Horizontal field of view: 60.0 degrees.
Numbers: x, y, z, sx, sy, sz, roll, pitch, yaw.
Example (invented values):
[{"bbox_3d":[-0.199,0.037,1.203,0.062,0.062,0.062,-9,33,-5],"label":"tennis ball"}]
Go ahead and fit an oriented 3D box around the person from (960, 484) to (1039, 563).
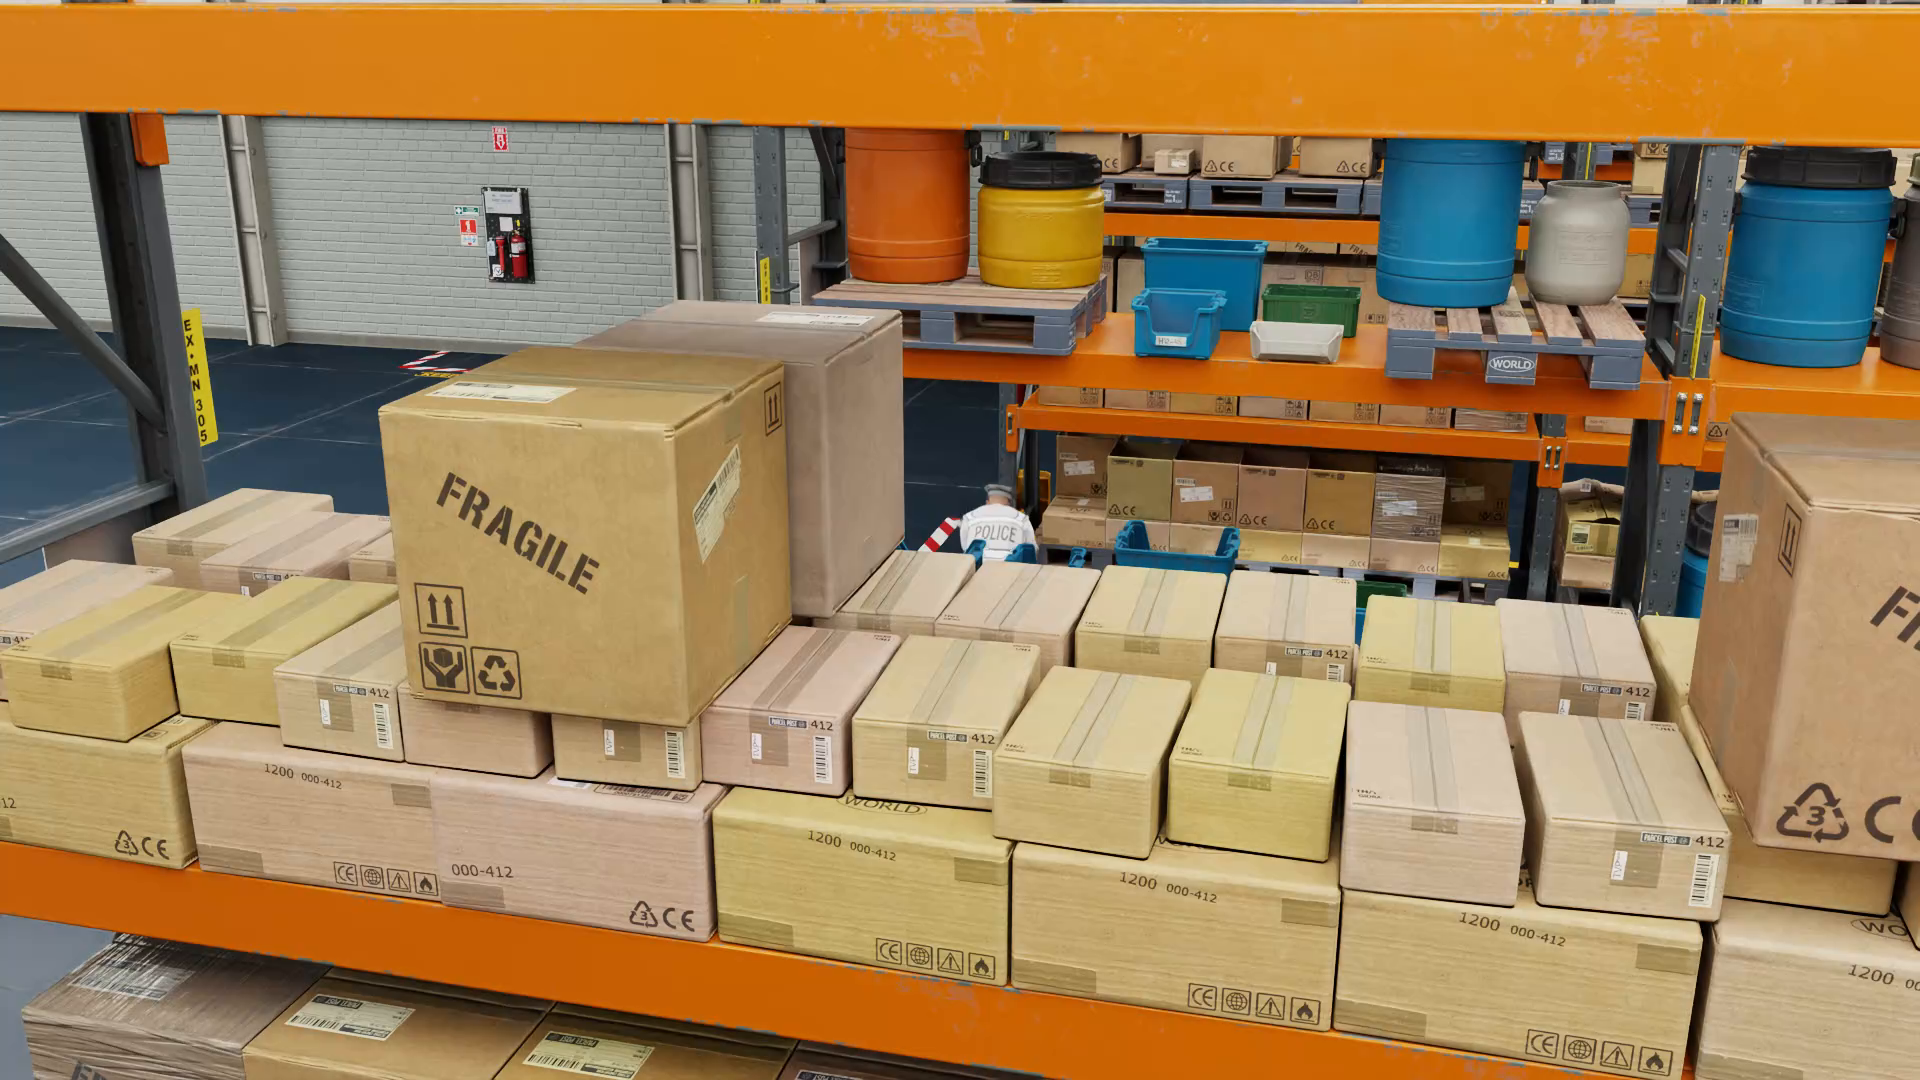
[{"bbox_3d":[0.253,0.171,11.736,0.565,1.006,0.914,4,19,13],"label":"person"}]
